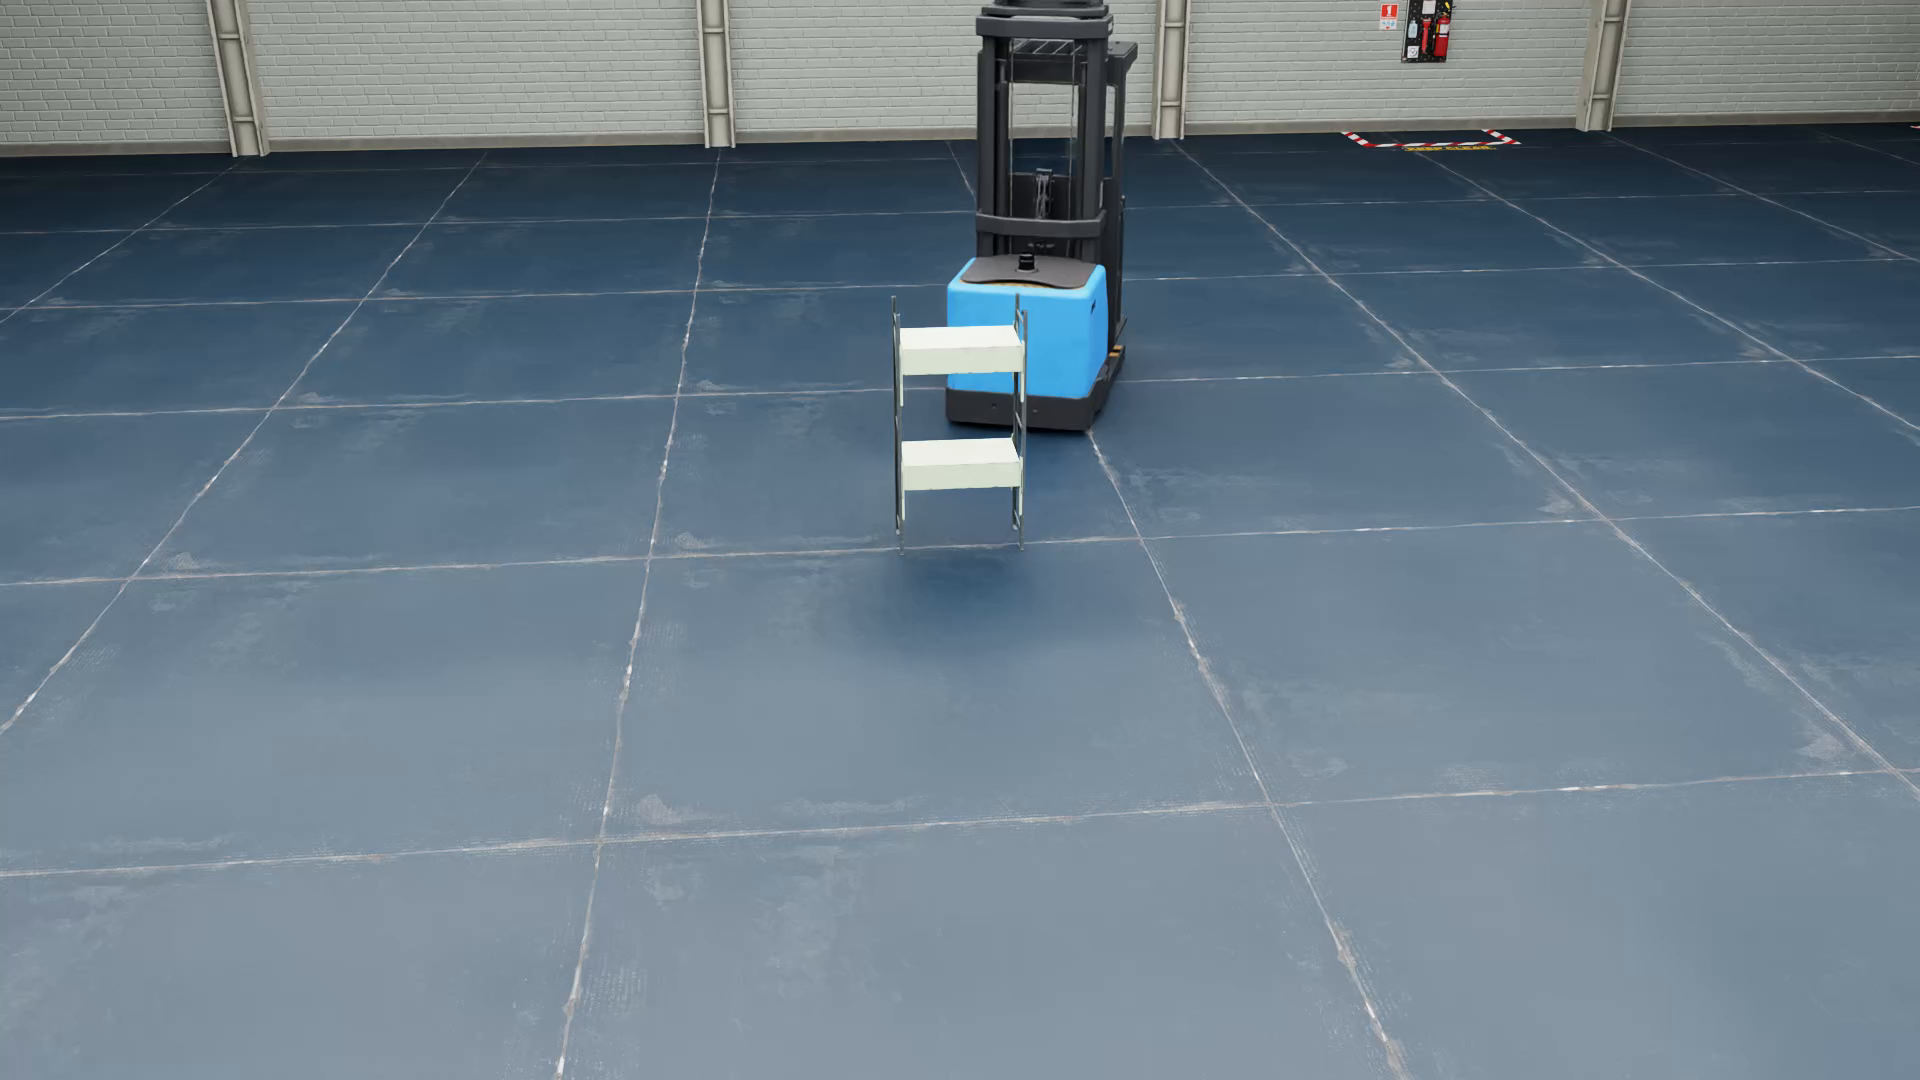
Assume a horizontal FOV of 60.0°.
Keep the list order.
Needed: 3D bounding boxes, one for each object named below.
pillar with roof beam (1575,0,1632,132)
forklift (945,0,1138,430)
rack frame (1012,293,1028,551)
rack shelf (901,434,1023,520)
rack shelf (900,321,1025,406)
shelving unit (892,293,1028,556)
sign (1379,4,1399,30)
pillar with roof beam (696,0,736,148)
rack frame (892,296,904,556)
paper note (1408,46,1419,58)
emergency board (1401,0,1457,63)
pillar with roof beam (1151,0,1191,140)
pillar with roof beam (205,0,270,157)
[{"bbox_3d":[9.200,-8.070,17.328,0.400,9.000,9.100,-2,24,-5],"label":"pillar with roof beam"},{"bbox_3d":[0.720,-2.691,12.696,1.130,2.935,3.031,5,24,12],"label":"forklift"},{"bbox_3d":[0.358,-0.700,9.978,0.023,1.500,0.400,-2,24,-5],"label":"rack frame"},{"bbox_3d":[-0.007,-0.387,10.077,0.720,0.370,0.431,-2,24,-5],"label":"rack shelf"},{"bbox_3d":[-0.007,-1.042,9.786,0.720,0.370,0.431,-2,24,-5],"label":"rack shelf"},{"bbox_3d":[-0.007,-0.685,9.945,0.755,1.500,0.431,-2,24,-5],"label":"shelving unit"},{"bbox_3d":[5.754,-7.022,22.311,0.234,0.329,0.001,-2,24,-5],"label":"sign"},{"bbox_3d":[-2.741,-7.591,16.250,0.400,9.000,9.100,-2,24,-5],"label":"pillar with roof beam"},{"bbox_3d":[-0.371,-0.670,9.912,0.023,1.500,0.400,-2,24,-5],"label":"rack frame"},{"bbox_3d":[6.131,-6.604,22.499,0.142,0.148,0.016,-2,24,-5],"label":"paper note"},{"bbox_3d":[6.314,-6.986,22.274,0.643,1.169,0.194,-2,24,-5],"label":"emergency board"},{"bbox_3d":[3.229,-7.831,16.789,0.400,9.000,9.100,-2,24,-5],"label":"pillar with roof beam"},{"bbox_3d":[-8.712,-7.352,15.711,0.400,9.000,9.100,-2,24,-5],"label":"pillar with roof beam"}]
